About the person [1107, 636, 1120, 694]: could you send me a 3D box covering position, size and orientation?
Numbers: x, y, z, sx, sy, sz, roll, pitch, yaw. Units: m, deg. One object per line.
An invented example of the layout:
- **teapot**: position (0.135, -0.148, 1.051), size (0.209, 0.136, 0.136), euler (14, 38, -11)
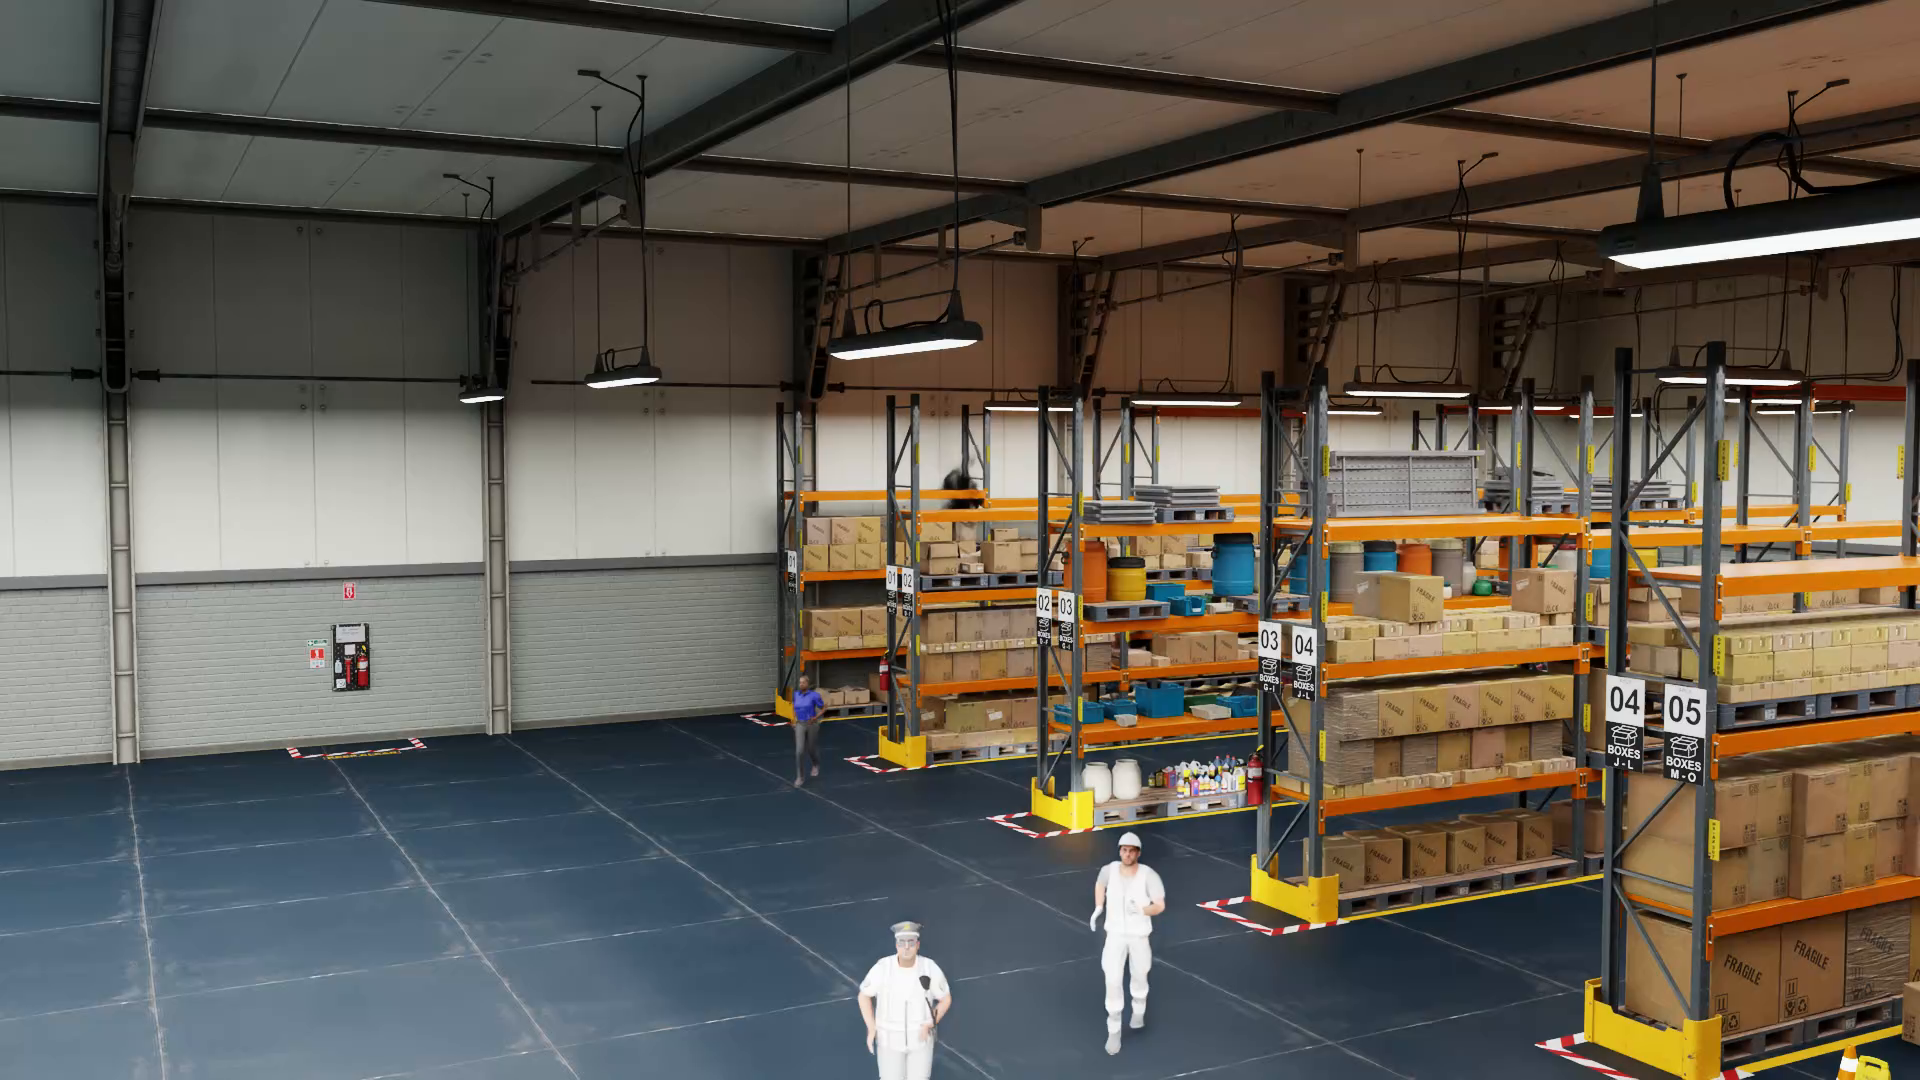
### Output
- **person**: position (2.896, 2.598, 31.481), size (0.548, 1.558, 0.518), euler (-2, 4, -36)

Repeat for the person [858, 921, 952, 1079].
- **person**: position (-0.395, 3.608, 12.088), size (0.679, 1.730, 0.622), euler (0, 3, -6)

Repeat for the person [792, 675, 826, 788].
- **person**: position (-2.314, 2.897, 25.471), size (0.578, 1.683, 0.824), euler (1, 3, 11)

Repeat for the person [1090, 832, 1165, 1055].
- **person**: position (1.450, 3.438, 14.406), size (0.657, 1.832, 0.790), euler (1, 3, 12)
